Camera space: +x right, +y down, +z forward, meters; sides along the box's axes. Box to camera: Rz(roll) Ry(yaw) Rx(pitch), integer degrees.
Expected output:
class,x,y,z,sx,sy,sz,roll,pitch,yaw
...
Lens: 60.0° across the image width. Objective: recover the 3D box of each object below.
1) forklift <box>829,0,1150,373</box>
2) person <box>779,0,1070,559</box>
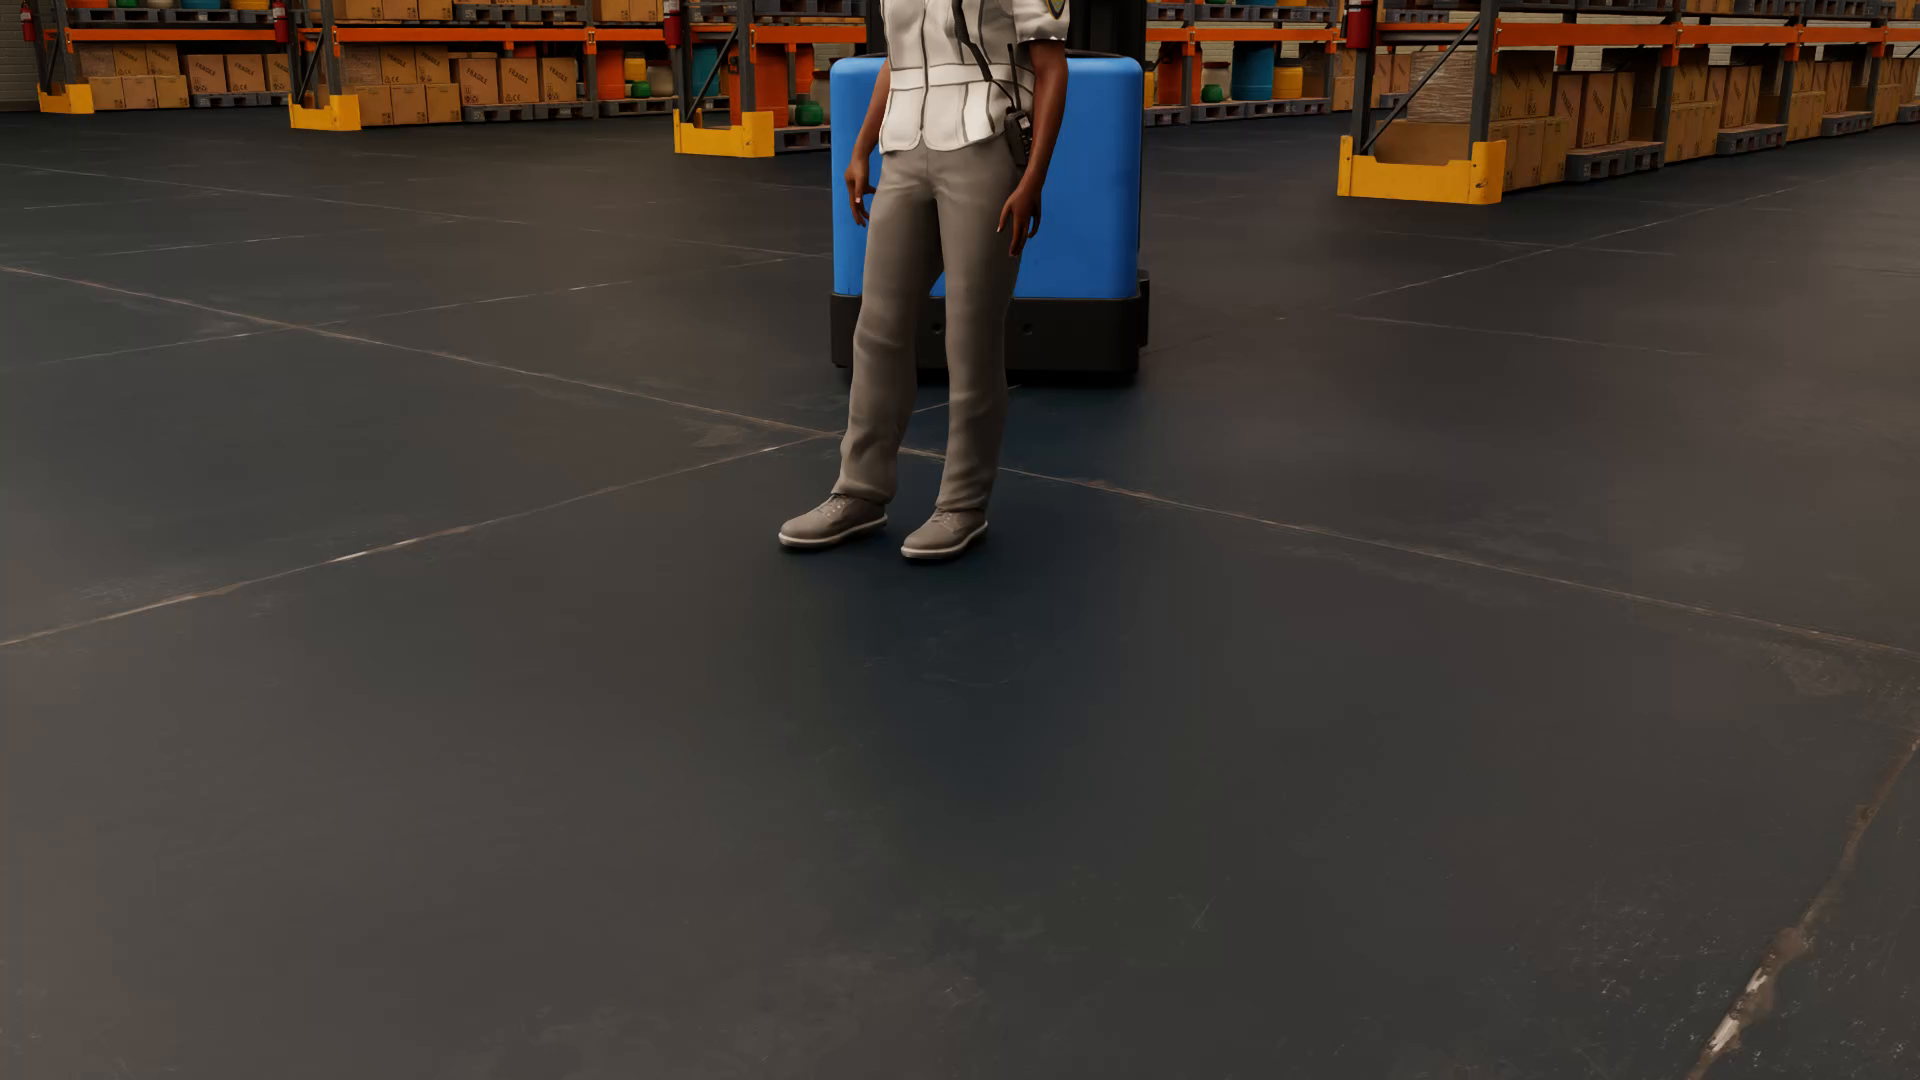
class,x,y,z,sx,sy,sz,roll,pitch,yaw
forklift,0.200,-2.344,6.618,1.130,2.935,3.031,1,17,5
person,-0.063,-0.803,3.651,0.569,1.693,0.528,13,21,37
